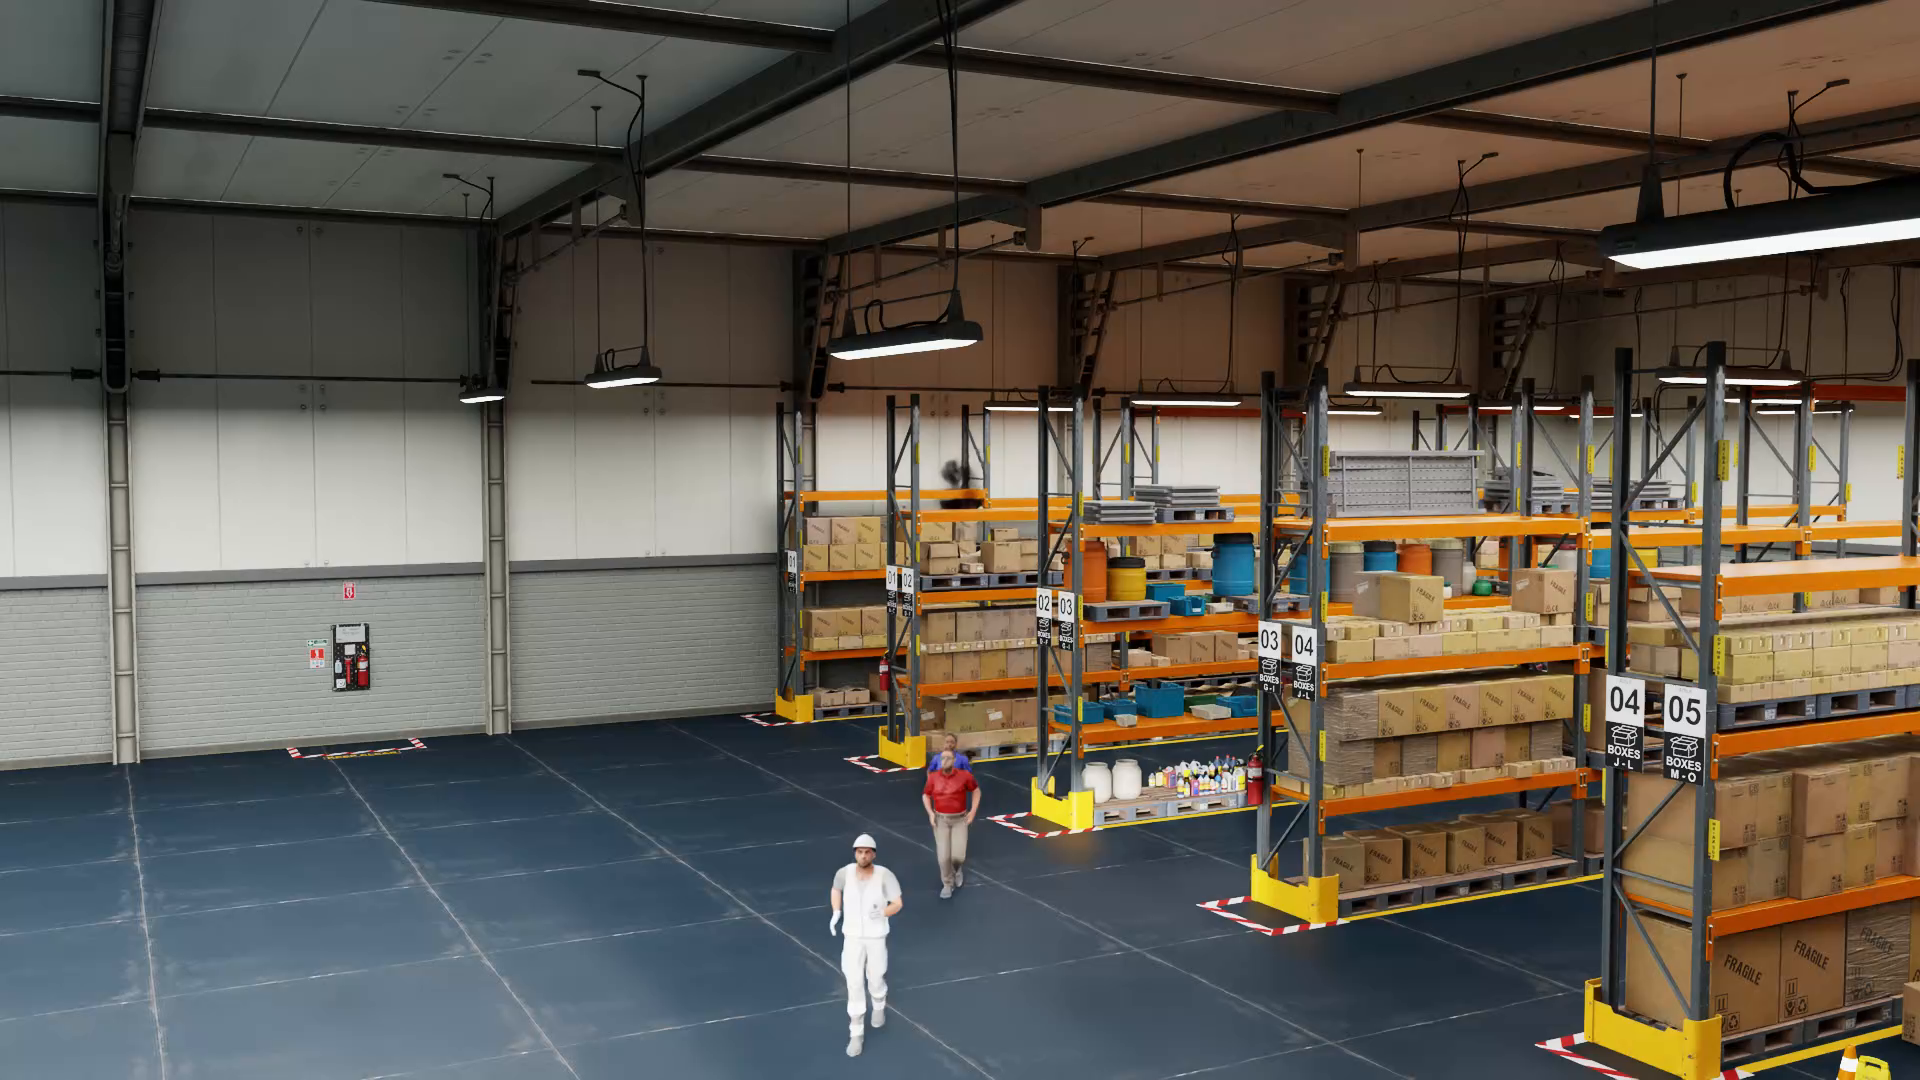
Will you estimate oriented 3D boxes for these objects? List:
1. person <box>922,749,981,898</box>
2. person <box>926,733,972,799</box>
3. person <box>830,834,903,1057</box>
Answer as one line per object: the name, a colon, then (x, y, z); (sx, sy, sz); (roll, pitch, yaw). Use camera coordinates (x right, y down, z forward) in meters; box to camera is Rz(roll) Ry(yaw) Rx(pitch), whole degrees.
person: (-0.113, 3.248, 19.083); (0.667, 1.693, 0.504); (0, 3, 7)
person: (-0.130, 3.189, 20.473); (0.588, 1.622, 0.791); (0, 3, 3)
person: (-0.820, 3.442, 14.411); (0.649, 1.805, 0.857); (0, 3, 5)
